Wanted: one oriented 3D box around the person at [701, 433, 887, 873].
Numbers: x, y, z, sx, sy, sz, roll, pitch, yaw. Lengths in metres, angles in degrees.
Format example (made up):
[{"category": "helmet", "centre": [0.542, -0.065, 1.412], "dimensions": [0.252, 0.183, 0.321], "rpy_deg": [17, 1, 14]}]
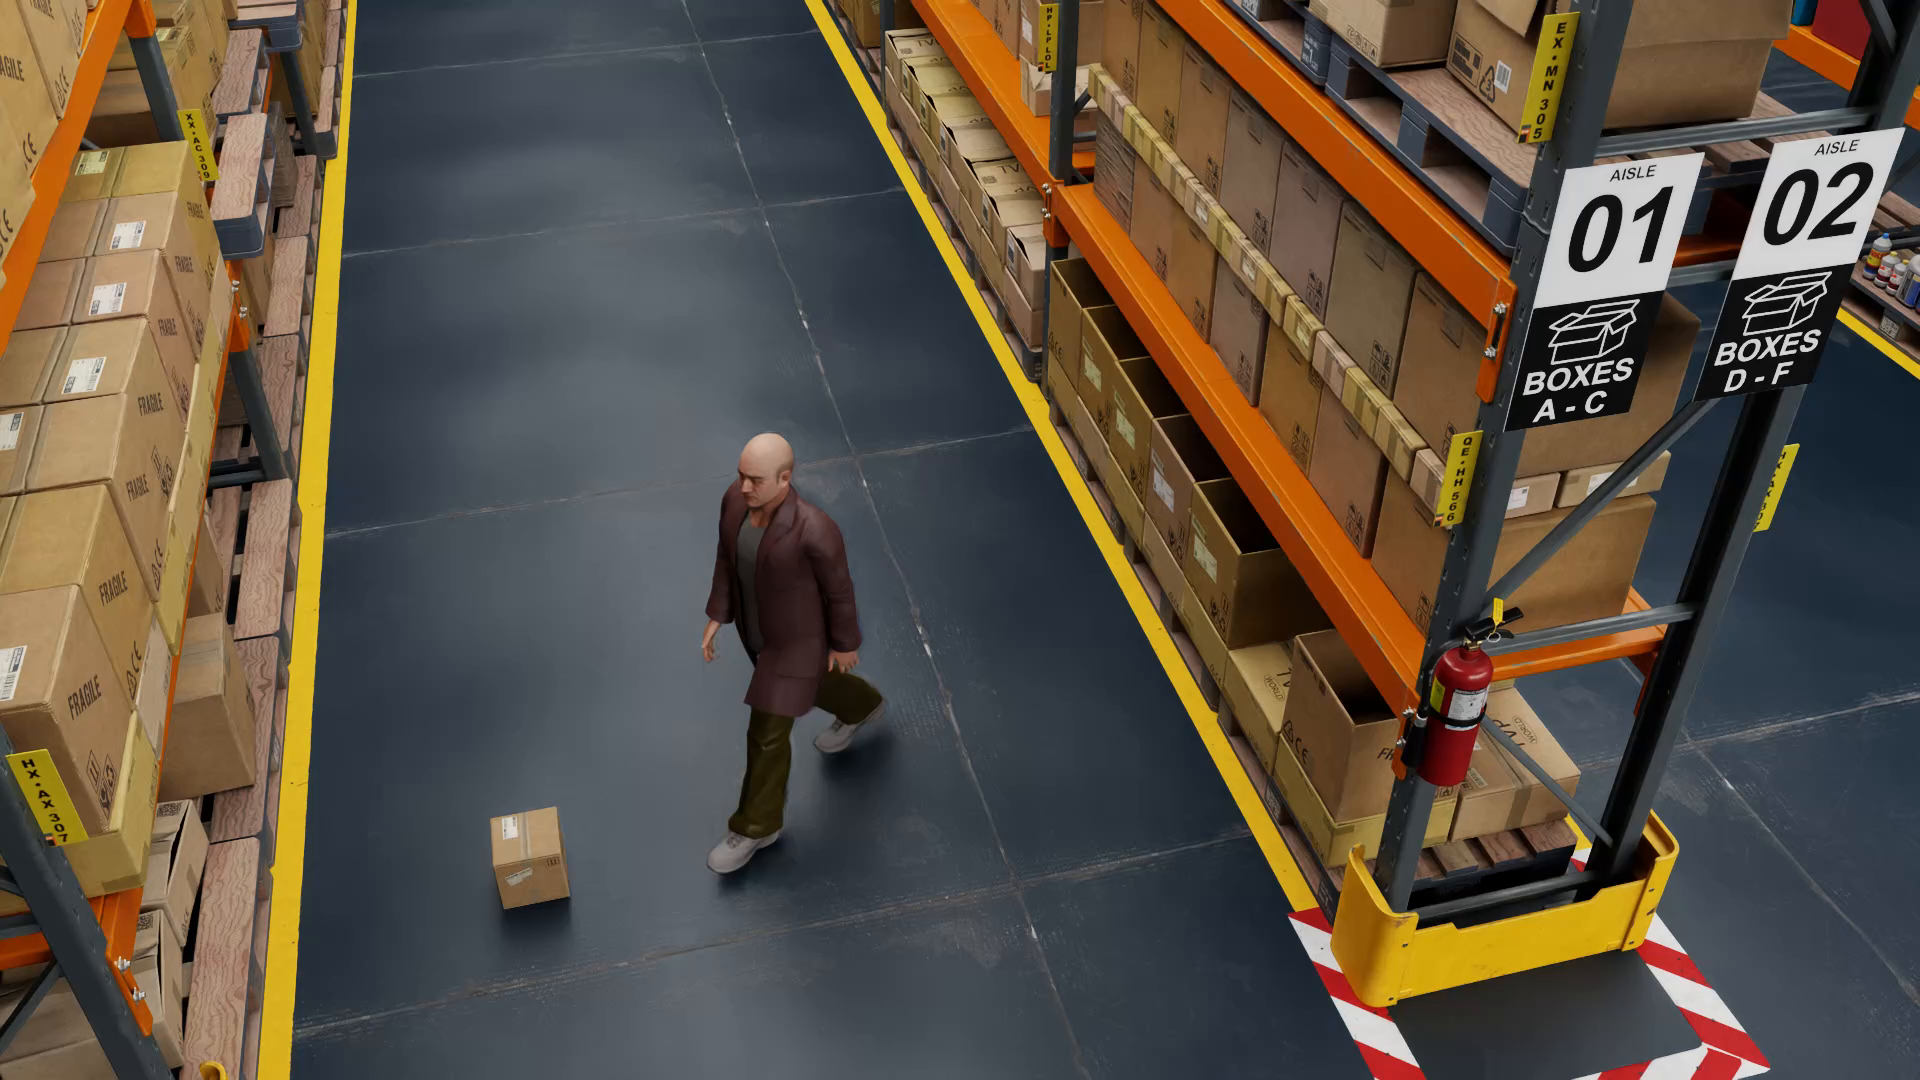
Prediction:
[{"category": "person", "centre": [-0.681, 0.336, 6.290], "dimensions": [1.093, 1.737, 0.581], "rpy_deg": [-31, 47, -33]}]
